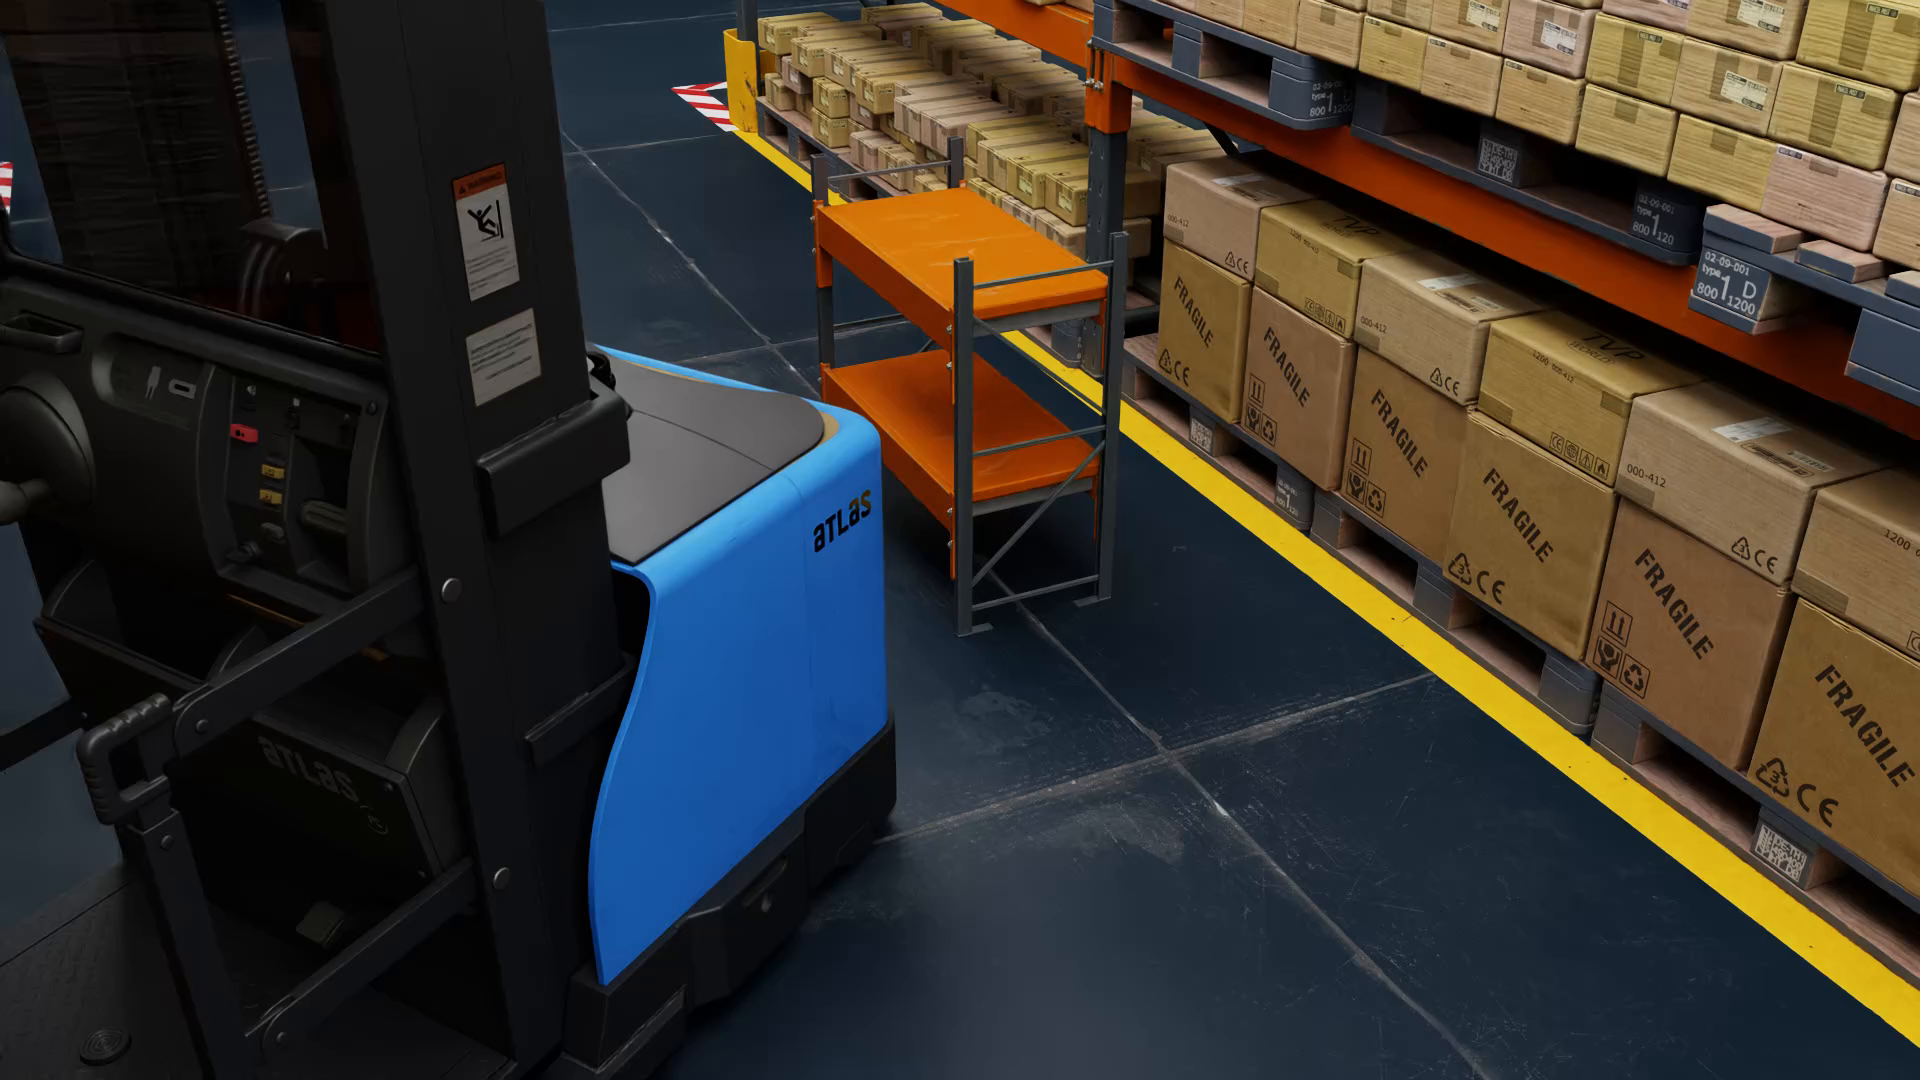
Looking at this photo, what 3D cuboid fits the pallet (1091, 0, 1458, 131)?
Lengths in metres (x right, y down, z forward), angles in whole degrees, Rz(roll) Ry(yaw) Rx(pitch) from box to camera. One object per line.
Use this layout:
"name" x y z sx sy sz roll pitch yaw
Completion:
"pallet" 1.138 -1.593 5.221 1.003 0.211 1.213 -13 32 -22

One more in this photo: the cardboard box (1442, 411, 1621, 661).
"cardboard box" 1.679 -0.067 4.429 0.500 0.500 0.500 -15 32 -24

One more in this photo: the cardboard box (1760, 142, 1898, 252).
"cardboard box" 1.816 -0.697 3.253 0.380 0.149 0.250 -13 32 -21

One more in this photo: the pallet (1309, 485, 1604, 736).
"pallet" 1.805 0.054 4.937 1.003 0.211 1.213 -13 32 -22

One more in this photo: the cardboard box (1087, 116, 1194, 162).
"cardboard box" 0.763 -1.676 7.048 0.380 0.149 0.250 -14 32 -23

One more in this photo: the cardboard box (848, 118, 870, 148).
"cardboard box" -0.334 -2.018 8.267 0.380 0.149 0.250 -13 32 -22

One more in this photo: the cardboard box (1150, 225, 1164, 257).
"cardboard box" 0.961 -1.331 7.042 0.380 0.149 0.250 -12 31 -21

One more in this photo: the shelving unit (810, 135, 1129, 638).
"shelving unit" -0.003 -0.494 4.980 0.538 1.125 1.048 -13 32 -22

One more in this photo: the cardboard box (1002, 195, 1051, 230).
"cardboard box" 0.392 -1.304 6.690 0.380 0.149 0.250 -15 32 -24

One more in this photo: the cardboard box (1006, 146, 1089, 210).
"cardboard box" 0.408 -1.451 6.649 0.380 0.149 0.250 -13 32 -21

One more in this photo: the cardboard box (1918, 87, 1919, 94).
"cardboard box" 1.929 -0.843 2.906 0.380 0.149 0.250 -13 32 -23

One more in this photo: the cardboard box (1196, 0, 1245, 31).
"cardboard box" 0.923 -1.616 4.892 0.380 0.149 0.250 -13 32 -22

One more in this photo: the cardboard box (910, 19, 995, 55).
"cardboard box" -0.038 -2.620 8.732 0.380 0.149 0.250 -14 32 -23

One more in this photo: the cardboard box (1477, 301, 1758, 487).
"cardboard box" 1.698 -0.394 4.245 0.500 0.250 0.500 -12 32 -21

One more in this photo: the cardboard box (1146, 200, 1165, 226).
"cardboard box" 0.885 -1.435 6.923 0.380 0.149 0.250 -13 32 -22

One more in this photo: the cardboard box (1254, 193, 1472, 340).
"cardboard box" 1.251 -0.849 5.056 0.500 0.250 0.500 -12 32 -21

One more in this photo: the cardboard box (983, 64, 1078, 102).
"cardboard box" 0.333 -2.136 7.869 0.380 0.149 0.250 -13 32 -22

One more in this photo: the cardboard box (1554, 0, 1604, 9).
"cardboard box" 1.481 -1.303 3.726 0.380 0.149 0.250 -12 31 -20

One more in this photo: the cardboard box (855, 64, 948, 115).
"cardboard box" -0.275 -2.131 7.861 0.380 0.149 0.250 -13 32 -21

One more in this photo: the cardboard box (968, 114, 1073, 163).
"cardboard box" 0.254 -1.691 7.076 0.380 0.149 0.250 -12 31 -20

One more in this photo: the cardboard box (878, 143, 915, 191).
"cardboard box" -0.164 -1.773 7.830 0.380 0.149 0.250 -13 32 -22

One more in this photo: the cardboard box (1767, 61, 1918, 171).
"cardboard box" 1.804 -0.837 3.200 0.380 0.149 0.250 -12 32 -21

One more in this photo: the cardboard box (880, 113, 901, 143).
"cardboard box" -0.165 -2.029 7.983 0.380 0.149 0.250 -11 31 -19

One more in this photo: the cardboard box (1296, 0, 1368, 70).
"cardboard box" 1.140 -1.392 4.493 0.380 0.149 0.250 -15 32 -24

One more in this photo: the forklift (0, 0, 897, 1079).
"forklift" -1.336 -0.105 2.441 1.130 2.935 3.031 16 33 26

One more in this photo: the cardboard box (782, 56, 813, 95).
"cardboard box" -0.716 -2.463 8.757 0.380 0.149 0.250 -13 32 -22

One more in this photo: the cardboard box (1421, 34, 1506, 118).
"cardboard box" 1.366 -1.161 4.080 0.380 0.149 0.250 -15 32 -24

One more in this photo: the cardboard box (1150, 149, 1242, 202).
"cardboard box" 0.981 -1.440 6.628 0.380 0.149 0.250 -12 31 -20

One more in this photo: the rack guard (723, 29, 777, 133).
"rack guard" -0.743 -2.688 9.533 1.175 0.500 0.348 -13 32 -22

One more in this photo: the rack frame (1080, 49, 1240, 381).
"rack frame" 0.942 -2.045 5.830 1.000 3.000 0.127 -13 32 -22

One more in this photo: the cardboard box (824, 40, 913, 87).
"cardboard box" -0.457 -2.382 8.308 0.380 0.149 0.250 -15 32 -24

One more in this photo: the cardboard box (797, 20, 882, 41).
"cardboard box" -0.631 -2.612 8.718 0.380 0.149 0.250 -12 32 -21

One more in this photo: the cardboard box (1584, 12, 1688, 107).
"cardboard box" 1.592 -1.058 3.594 0.380 0.149 0.250 -13 32 -22

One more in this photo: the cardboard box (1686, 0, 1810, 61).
"cardboard box" 1.698 -1.076 3.321 0.380 0.149 0.250 -12 31 -21

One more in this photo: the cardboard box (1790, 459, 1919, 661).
"cardboard box" 2.128 0.055 3.445 0.500 0.250 0.500 -14 32 -23

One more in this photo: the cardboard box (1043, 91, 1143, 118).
"cardboard box" 0.595 -1.916 7.476 0.380 0.149 0.250 -12 32 -21

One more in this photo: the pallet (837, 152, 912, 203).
"pallet" 0.094 -1.658 7.991 1.003 0.211 1.213 -13 32 -22

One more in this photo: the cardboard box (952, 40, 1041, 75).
"cardboard box" 0.182 -2.385 8.314 0.380 0.149 0.250 -12 31 -20

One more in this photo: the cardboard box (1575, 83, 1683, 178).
"cardboard box" 1.595 -0.926 3.662 0.380 0.149 0.250 -15 32 -24

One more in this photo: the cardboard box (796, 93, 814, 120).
"cardboard box" -0.654 -2.355 8.868 0.380 0.149 0.250 -13 32 -22

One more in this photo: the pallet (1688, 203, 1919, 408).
"pallet" 2.257 -0.487 3.248 1.213 0.211 1.003 -13 32 -22

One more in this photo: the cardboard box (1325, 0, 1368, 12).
"cardboard box" 1.149 -1.517 4.411 0.380 0.149 0.250 -12 31 -20

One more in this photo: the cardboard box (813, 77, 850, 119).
"cardboard box" -0.519 -2.238 8.355 0.380 0.149 0.250 -12 31 -20

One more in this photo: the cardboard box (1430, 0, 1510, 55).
"cardboard box" 1.369 -1.287 4.002 0.380 0.149 0.250 -14 32 -23

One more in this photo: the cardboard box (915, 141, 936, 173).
"cardboard box" 0.018 -1.781 7.541 0.380 0.149 0.250 -15 32 -24

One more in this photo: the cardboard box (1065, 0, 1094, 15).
"cardboard box" 0.608 -2.013 6.029 0.380 0.149 0.250 -13 32 -23

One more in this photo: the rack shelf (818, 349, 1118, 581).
"rack shelf" -0.003 -0.280 5.100 0.538 0.278 1.000 -13 32 -22

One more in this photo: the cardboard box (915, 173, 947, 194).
"cardboard box" 0.021 -1.544 7.422 0.380 0.149 0.250 -13 32 -22

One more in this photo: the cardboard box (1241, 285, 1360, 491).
"cardboard box" 1.248 -0.523 5.241 0.500 0.500 0.500 -12 31 -20

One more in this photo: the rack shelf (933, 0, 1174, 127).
"rack shelf" 0.083 -2.615 7.582 1.077 0.370 4.000 -13 32 -22

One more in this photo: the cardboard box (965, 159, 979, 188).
"cardboard box" 0.242 -1.550 7.128 0.380 0.149 0.250 -13 32 -22

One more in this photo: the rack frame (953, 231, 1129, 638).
"rack frame" 0.215 -0.269 4.580 0.500 1.125 0.032 -13 32 -22

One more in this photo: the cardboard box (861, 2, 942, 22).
"cardboard box" -0.320 -2.831 9.108 0.380 0.149 0.250 -13 32 -21

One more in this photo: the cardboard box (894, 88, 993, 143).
"cardboard box" -0.073 -1.908 7.462 0.380 0.149 0.250 -14 32 -24

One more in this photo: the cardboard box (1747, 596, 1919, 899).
"cardboard box" 2.140 0.393 3.608 0.500 0.500 0.500 -13 32 -22
